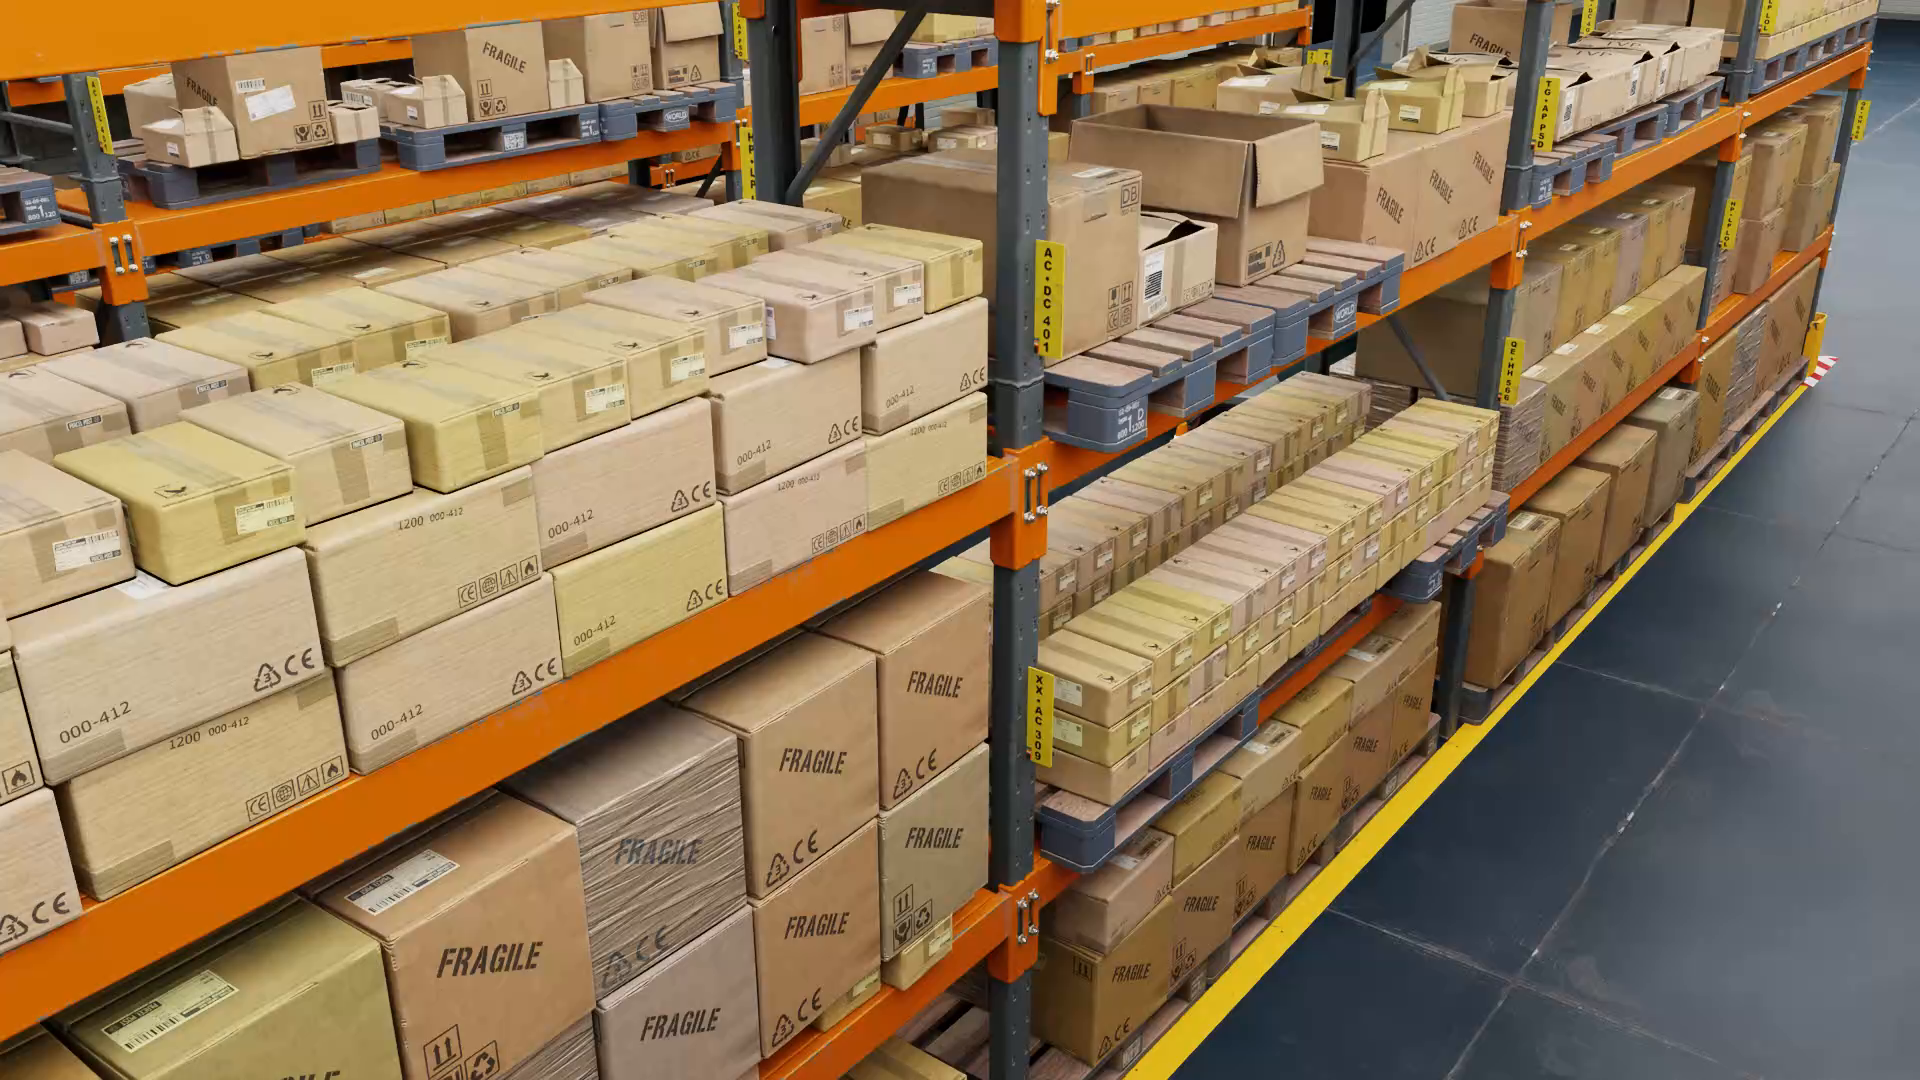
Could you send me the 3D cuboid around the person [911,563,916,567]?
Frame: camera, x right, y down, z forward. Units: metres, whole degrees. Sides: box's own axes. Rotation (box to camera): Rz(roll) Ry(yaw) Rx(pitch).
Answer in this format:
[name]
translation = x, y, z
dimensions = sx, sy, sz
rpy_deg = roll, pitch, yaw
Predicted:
[person]
translation = -0.379, -0.460, 10.113
dimensions = 0.550, 1.771, 0.553
rpy_deg = -4, 24, -9
